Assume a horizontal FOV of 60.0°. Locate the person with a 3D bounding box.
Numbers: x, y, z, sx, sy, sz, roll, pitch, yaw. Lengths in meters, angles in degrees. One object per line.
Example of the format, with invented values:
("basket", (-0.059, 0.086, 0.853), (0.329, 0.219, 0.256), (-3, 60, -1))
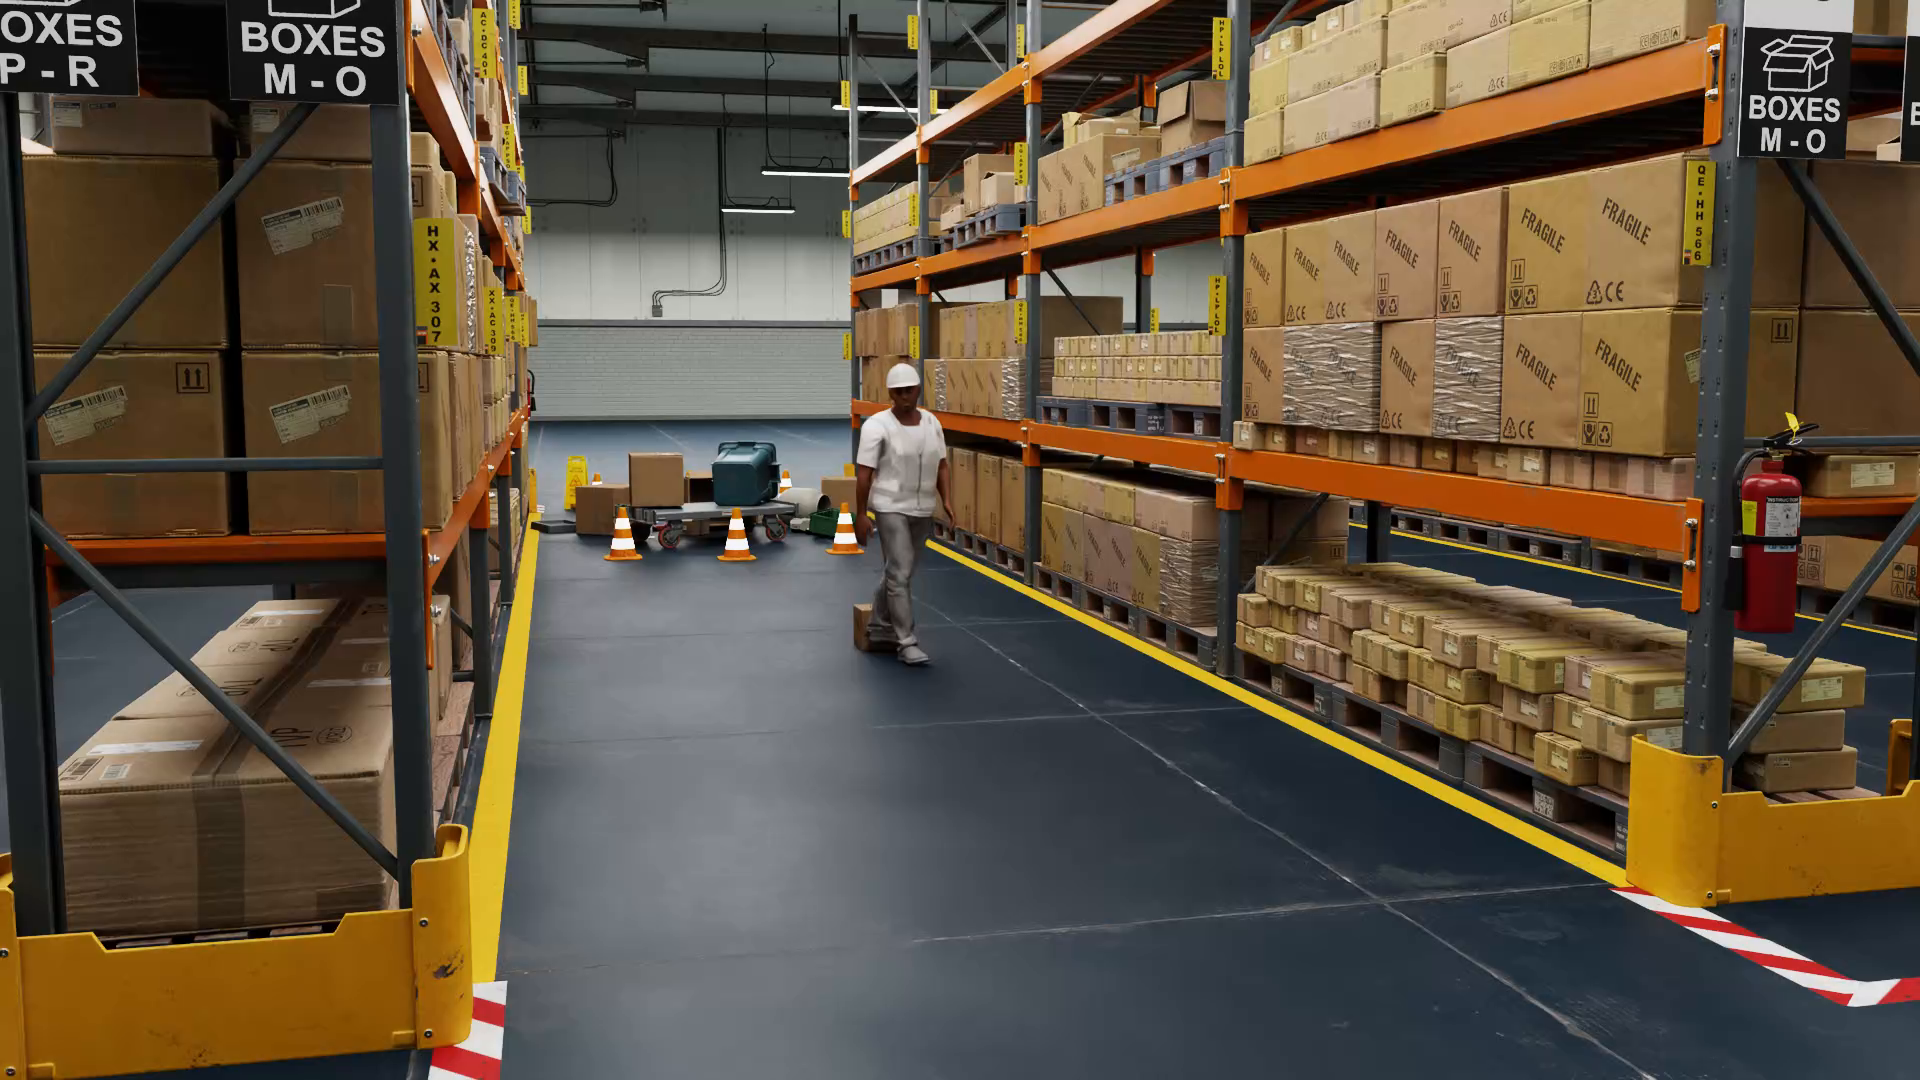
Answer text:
("person", (-0.351, -0.165, 9.905), (0.582, 1.763, 0.716), (-5, 8, -41))
